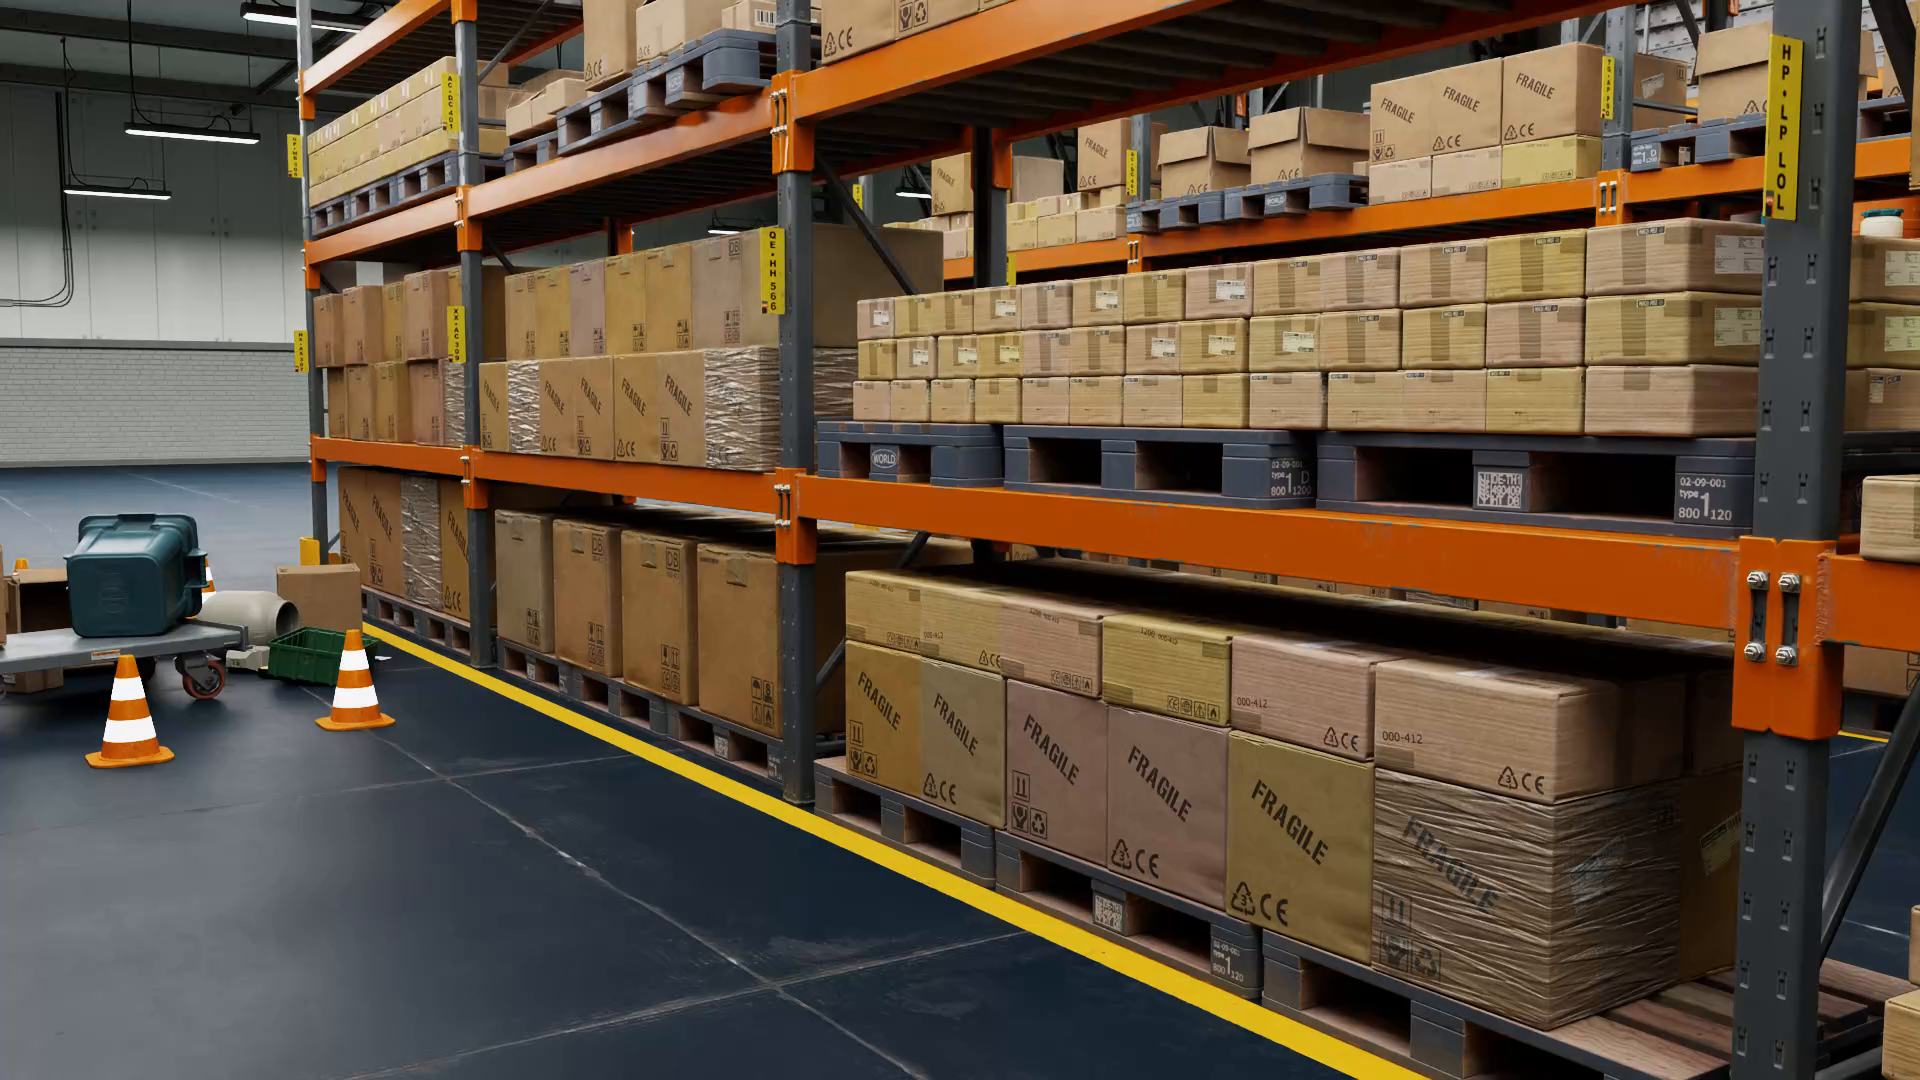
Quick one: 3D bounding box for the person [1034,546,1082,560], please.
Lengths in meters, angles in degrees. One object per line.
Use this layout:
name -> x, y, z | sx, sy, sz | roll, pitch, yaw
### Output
person -> 0.651, -0.169, 10.955 | 0.608, 1.638, 0.488 | -5, 7, -45
